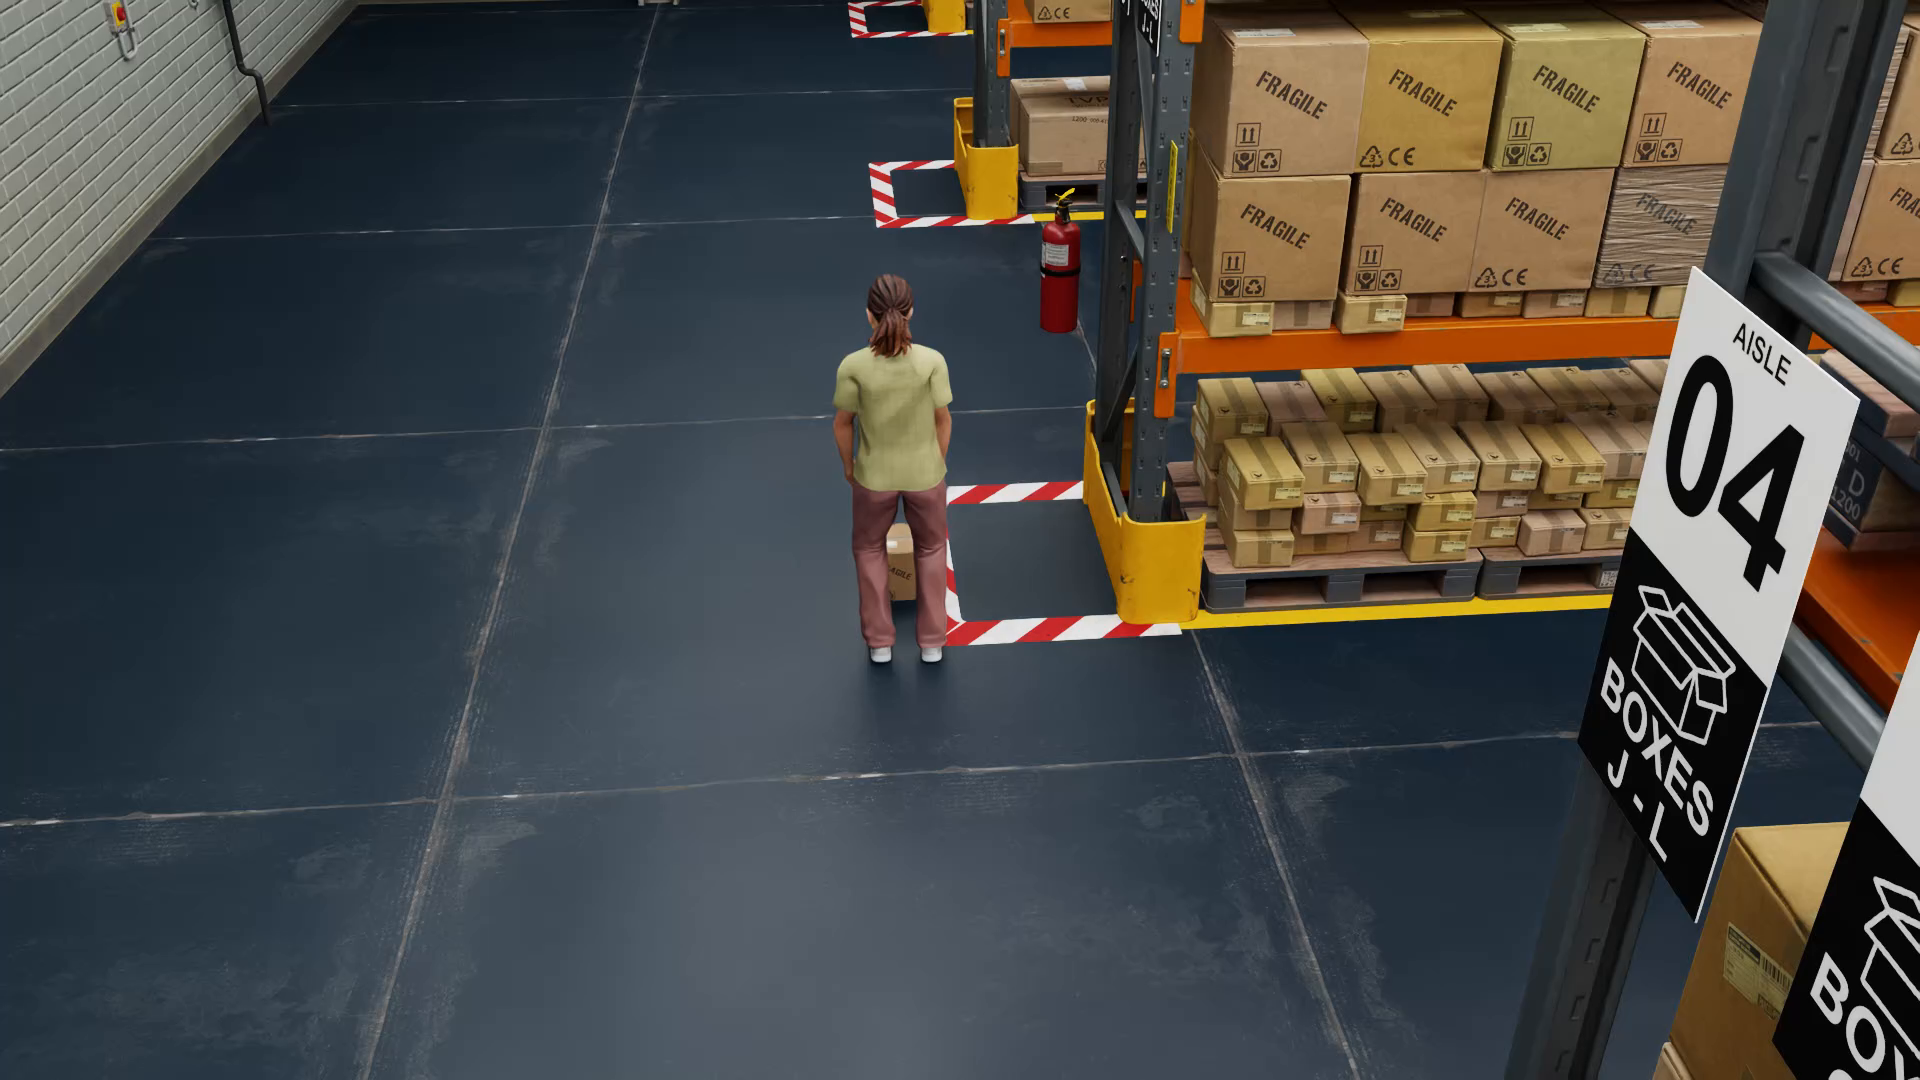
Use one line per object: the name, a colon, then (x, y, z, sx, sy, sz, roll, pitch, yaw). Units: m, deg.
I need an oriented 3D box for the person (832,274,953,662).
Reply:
person: (-0.261, -0.253, 6.591, 0.463, 1.645, 0.354, -2, 31, -3)
